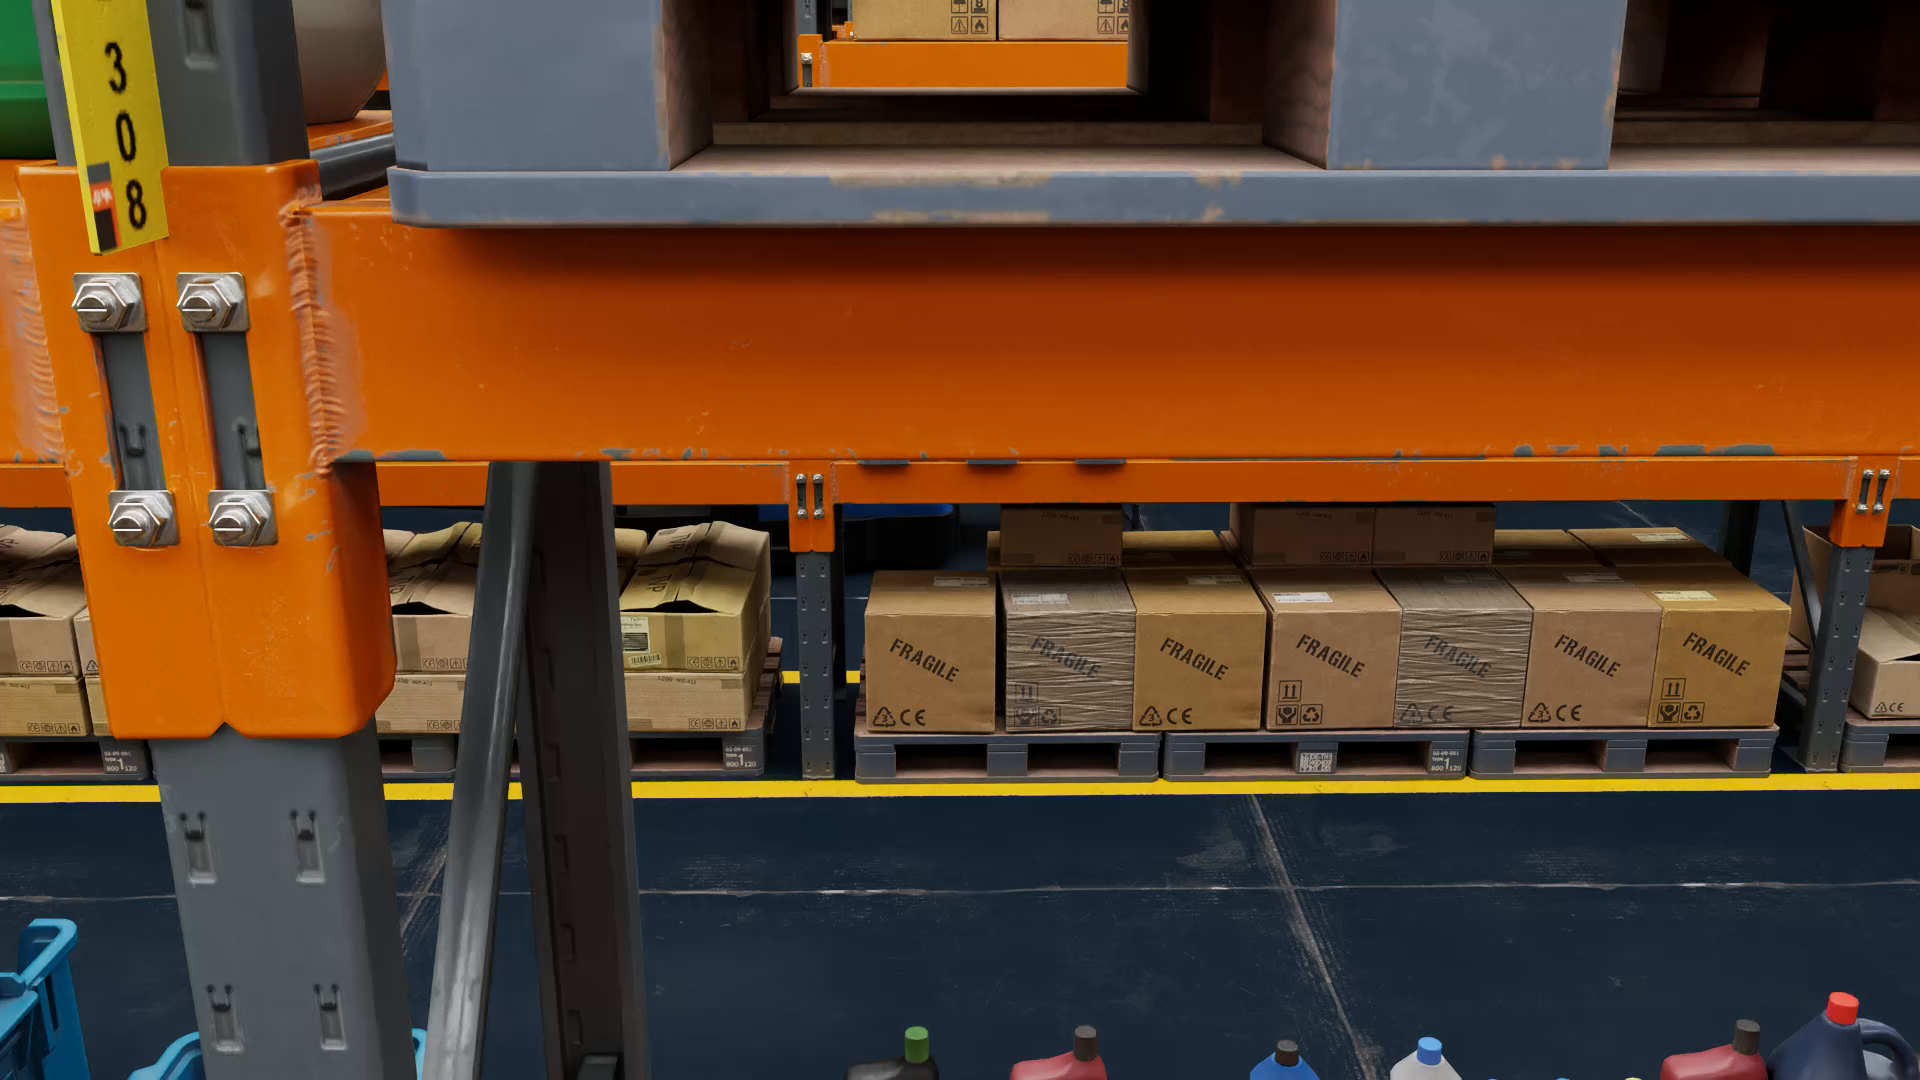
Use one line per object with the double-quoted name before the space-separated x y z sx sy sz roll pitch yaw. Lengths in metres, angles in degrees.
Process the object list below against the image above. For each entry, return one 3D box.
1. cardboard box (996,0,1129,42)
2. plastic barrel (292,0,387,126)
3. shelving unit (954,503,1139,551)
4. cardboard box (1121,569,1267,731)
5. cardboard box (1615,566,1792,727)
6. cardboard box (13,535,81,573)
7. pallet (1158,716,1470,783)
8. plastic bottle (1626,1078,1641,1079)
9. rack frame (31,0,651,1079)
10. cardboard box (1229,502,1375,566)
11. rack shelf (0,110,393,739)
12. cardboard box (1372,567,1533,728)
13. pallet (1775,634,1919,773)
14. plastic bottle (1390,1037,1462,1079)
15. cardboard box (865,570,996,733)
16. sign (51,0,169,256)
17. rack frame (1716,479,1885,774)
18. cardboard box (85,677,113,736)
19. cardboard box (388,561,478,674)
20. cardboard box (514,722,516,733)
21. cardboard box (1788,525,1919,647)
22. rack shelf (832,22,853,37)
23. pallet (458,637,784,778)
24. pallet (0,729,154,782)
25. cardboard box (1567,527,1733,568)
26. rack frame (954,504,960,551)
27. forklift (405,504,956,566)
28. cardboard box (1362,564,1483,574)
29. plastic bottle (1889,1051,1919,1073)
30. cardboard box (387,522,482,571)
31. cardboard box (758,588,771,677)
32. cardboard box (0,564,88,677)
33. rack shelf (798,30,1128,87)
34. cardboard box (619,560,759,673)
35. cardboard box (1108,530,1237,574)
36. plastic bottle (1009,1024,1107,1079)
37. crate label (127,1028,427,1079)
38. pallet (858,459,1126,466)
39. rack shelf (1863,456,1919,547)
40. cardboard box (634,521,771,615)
"cardboard box" 0.378 -2.119 6.170 0.500 0.500 0.910 0 18 -1
"plastic barrel" -0.808 -0.689 1.693 0.421 0.512 0.421 0 18 0
"shelving unit" 0.466 -0.743 9.409 1.048 1.500 0.538 -2 18 -5
"cardboard box" 0.917 0.432 6.662 0.500 0.500 0.500 -1 18 -2
"cardboard box" 2.943 0.423 6.691 0.500 0.500 0.500 0 18 -1
"cardboard box" -3.646 0.139 7.100 0.500 0.311 0.500 0 18 1
"pallet" 1.397 0.702 7.014 1.213 0.211 1.003 0 18 -1
"plastic bottle" 0.933 0.847 2.321 0.097 0.201 0.097 0 18 0
"rack frame" -0.493 0.885 1.878 0.053 2.616 0.949 0 18 -1
"cardboard box" 1.443 -0.089 7.059 0.500 0.250 0.500 -1 18 -2
"rack shelf" -2.493 -0.192 1.502 4.000 0.370 1.077 0 18 -1
"cardboard box" 1.947 0.425 6.685 0.500 0.500 0.500 0 18 0
"pallet" 4.119 0.677 7.092 1.213 0.211 1.003 0 18 -1
"plastic bottle" 0.641 0.815 2.306 0.097 0.271 0.097 0 18 0
"cardboard box" -0.108 0.437 6.646 0.500 0.500 0.500 0 18 1
"sign" -0.477 -0.326 0.915 0.005 0.325 0.100 0 18 -1
"rack frame" 3.432 -0.648 6.657 0.127 3.000 1.000 0 18 -1
"cardboard box" -3.131 0.568 6.680 0.500 0.250 0.500 -1 18 -3
"cardboard box" -2.112 0.297 6.606 0.500 0.311 0.500 0 18 -1
"cardboard box" -1.605 0.561 6.701 0.500 0.250 0.500 0 18 -2
"cardboard box" 3.997 0.243 7.250 0.500 0.500 0.500 0 18 -1
"rack shelf" -2.649 -3.218 10.935 4.000 0.370 1.077 0 18 -1
"pallet" -1.391 0.691 7.048 1.213 0.211 1.003 0 18 -1
"pallet" -3.831 0.703 7.011 1.213 0.211 1.003 0 18 -1
"cardboard box" 2.945 0.261 7.196 0.500 0.500 0.500 -1 18 -3
"rack frame" -0.040 -0.728 9.361 0.032 1.500 0.500 -2 18 -5
"forklift" -1.573 -1.347 8.949 3.031 2.935 1.130 -2 18 -5
"cardboard box" 1.912 0.267 7.177 0.500 0.500 0.500 0 18 0
"plastic bottle" 1.366 0.800 2.333 0.133 0.283 0.061 0 18 -1
"cardboard box" -2.131 0.133 7.117 0.500 0.311 0.500 -1 18 -2
"cardboard box" -1.096 0.393 7.224 0.500 0.250 0.500 0 18 -1
"cardboard box" -3.649 0.306 6.578 0.500 0.311 0.500 0 18 -2
"rack shelf" 1.432 -1.724 6.279 4.000 0.370 1.077 0 18 -1
"cardboard box" -1.087 0.291 6.625 0.500 0.311 0.500 0 18 1
"cardboard box" 0.881 0.273 7.156 0.500 0.500 0.500 -1 18 -3
"plastic bottle" 0.136 0.806 2.314 0.133 0.283 0.061 0 18 -1
"crate label" -0.920 0.851 2.257 0.416 0.233 0.303 0 18 -1
"pallet" 0.109 -0.562 6.703 1.003 0.211 1.213 0 18 -1
"rack shelf" 5.432 -0.315 6.797 4.000 0.370 1.077 0 18 -1
"cardboard box" -1.096 0.126 7.139 0.500 0.311 0.500 0 18 1
